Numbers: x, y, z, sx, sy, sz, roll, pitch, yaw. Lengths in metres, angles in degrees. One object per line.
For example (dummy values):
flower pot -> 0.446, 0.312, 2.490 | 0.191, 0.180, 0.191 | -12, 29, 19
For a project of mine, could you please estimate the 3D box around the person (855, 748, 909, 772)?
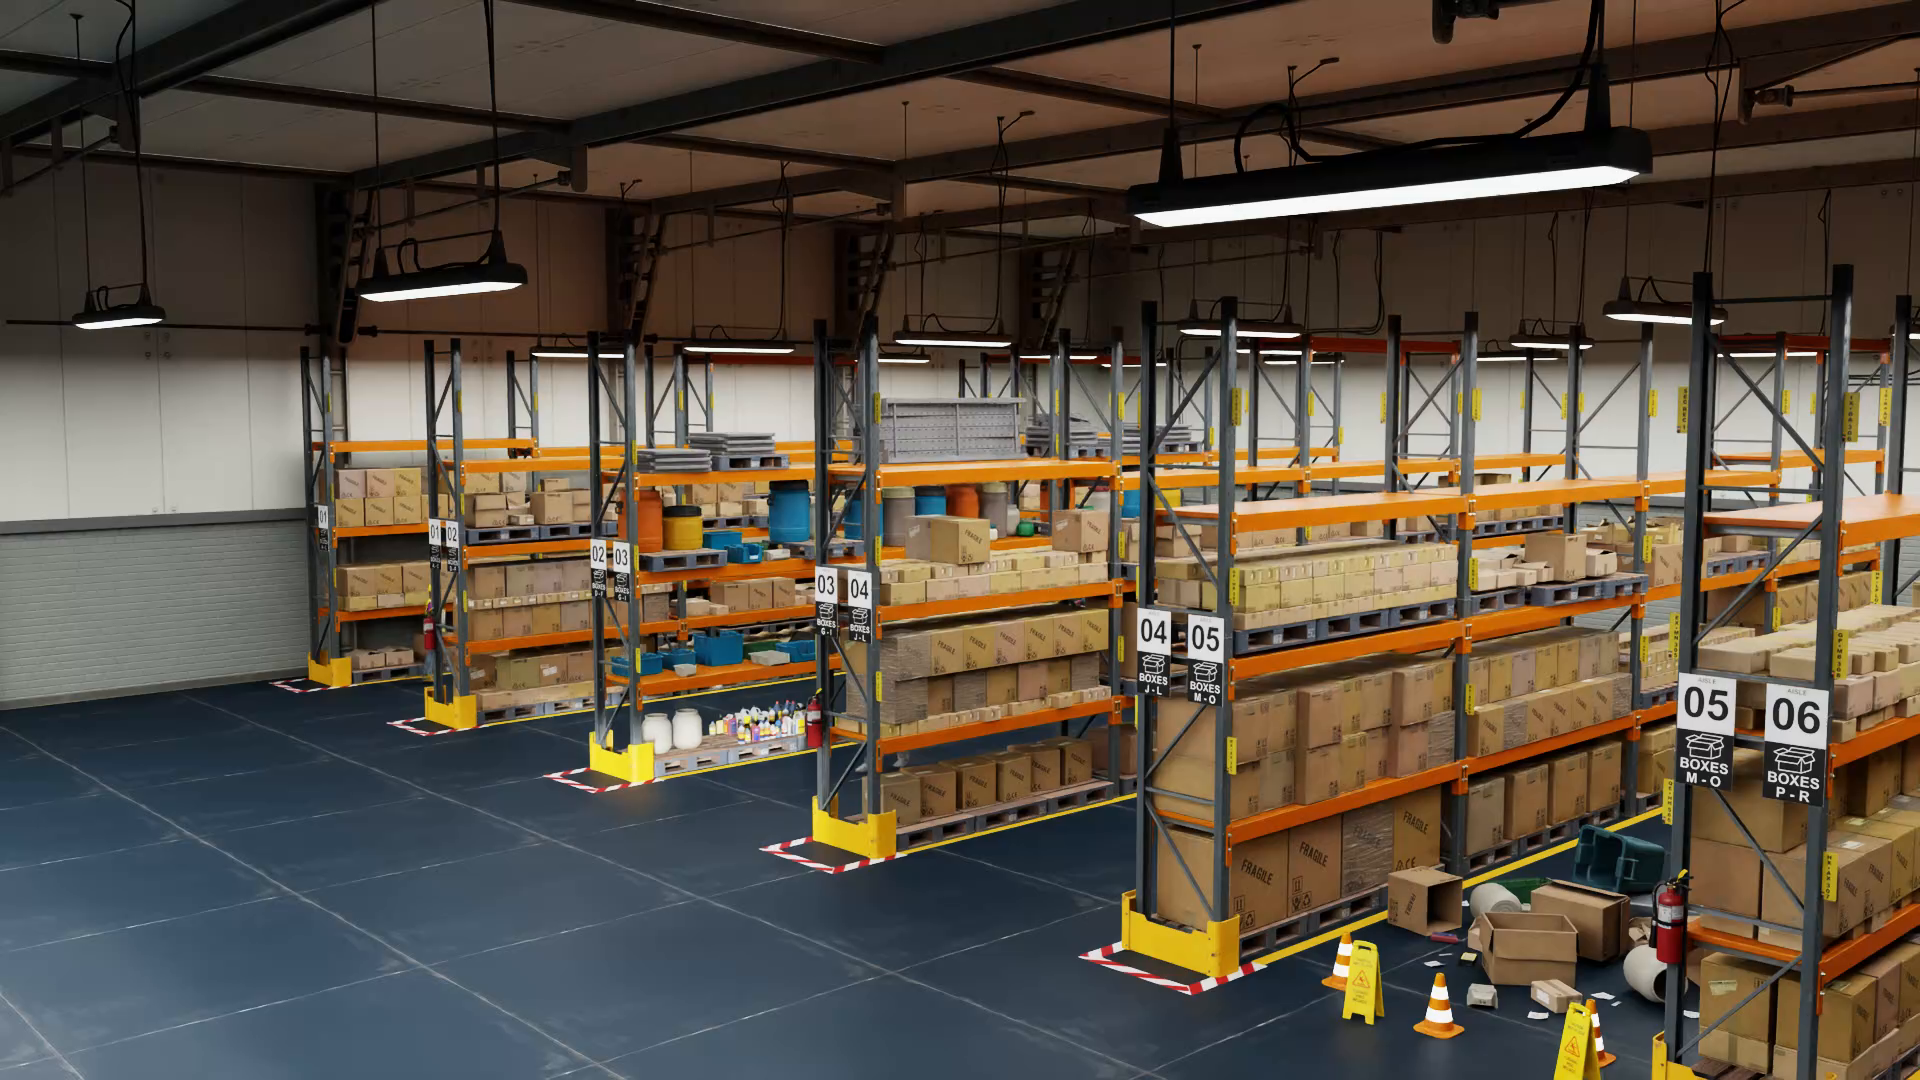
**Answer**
person -> -1.068, 2.272, 22.752 | 0.575, 1.738, 0.871 | 5, 7, 44

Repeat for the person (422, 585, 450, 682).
person -> -9.399, 1.656, 29.740 | 0.453, 1.747, 0.634 | -3, 6, -28
